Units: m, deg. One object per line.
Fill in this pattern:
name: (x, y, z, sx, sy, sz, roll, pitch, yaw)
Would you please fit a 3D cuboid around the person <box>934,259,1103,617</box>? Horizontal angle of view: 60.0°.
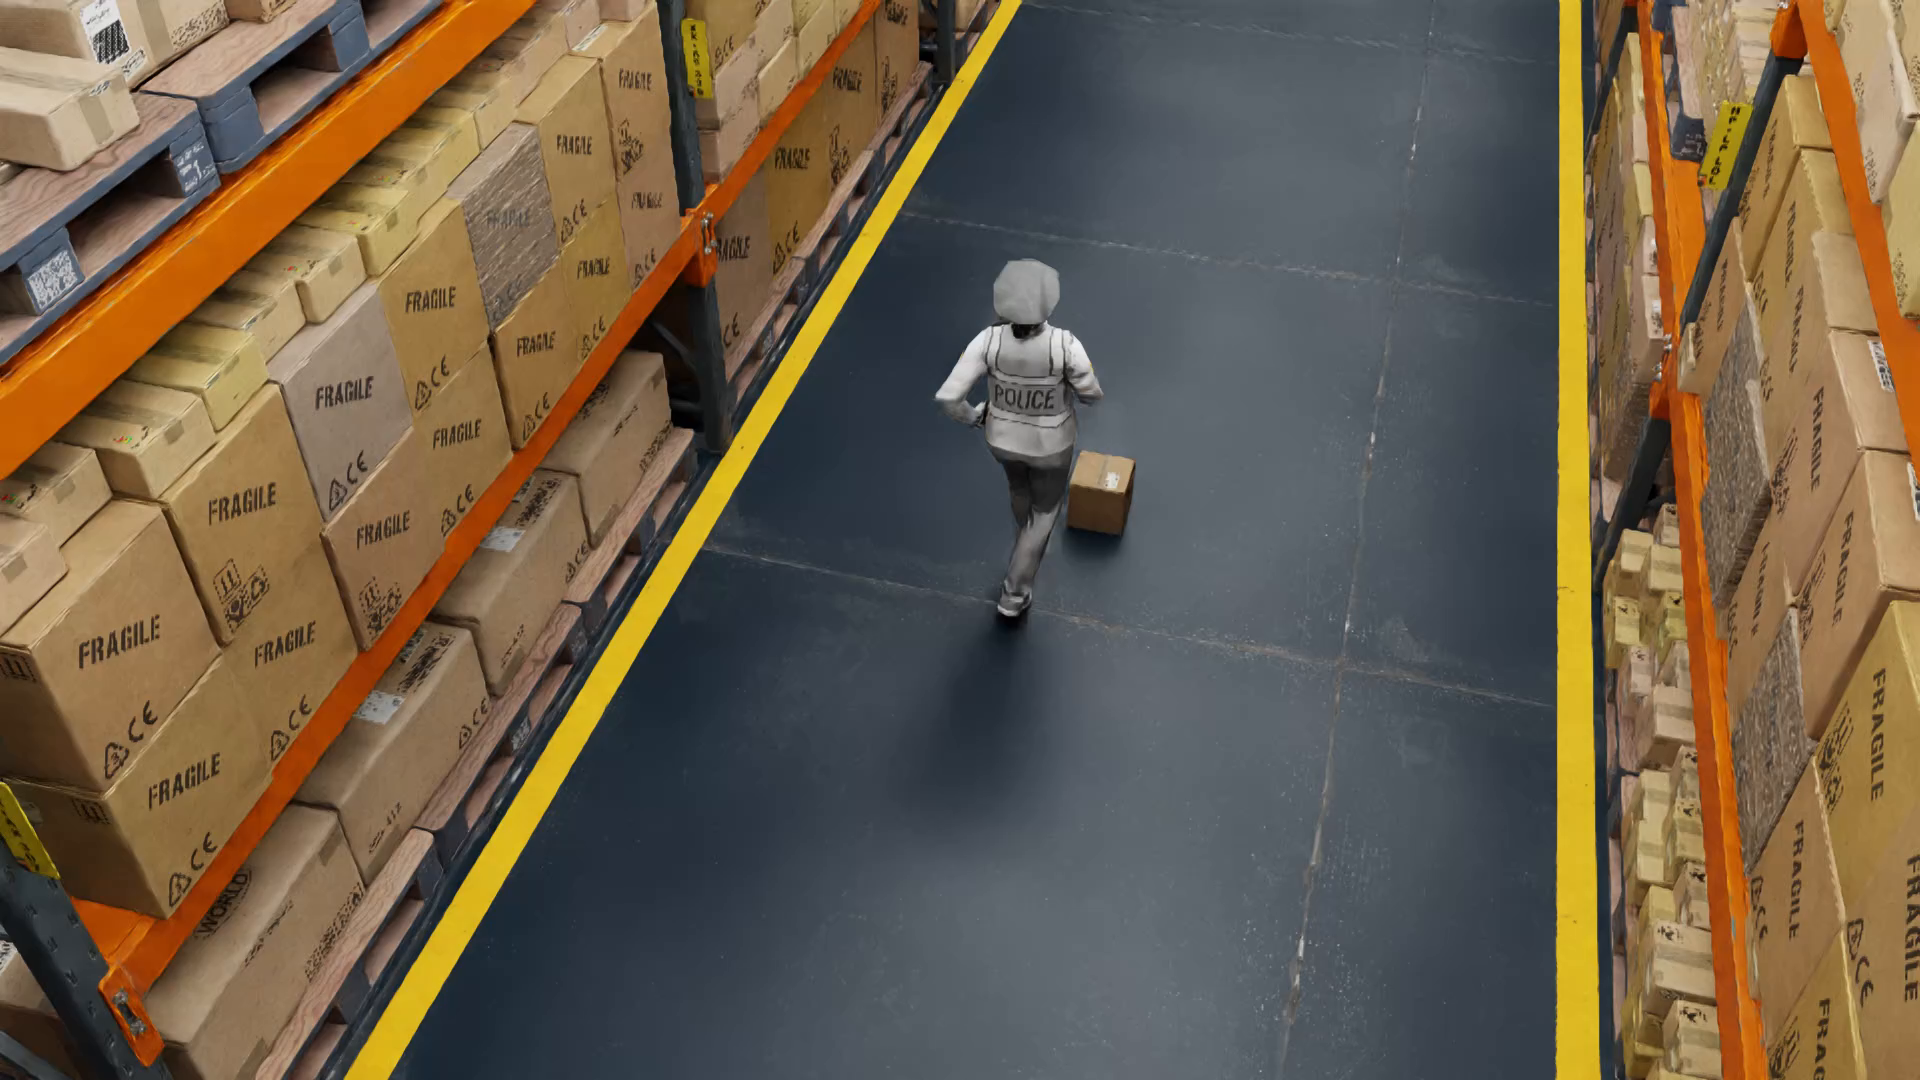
person: (0.307, -0.473, 6.679, 0.574, 1.686, 0.800, 15, 44, 17)
